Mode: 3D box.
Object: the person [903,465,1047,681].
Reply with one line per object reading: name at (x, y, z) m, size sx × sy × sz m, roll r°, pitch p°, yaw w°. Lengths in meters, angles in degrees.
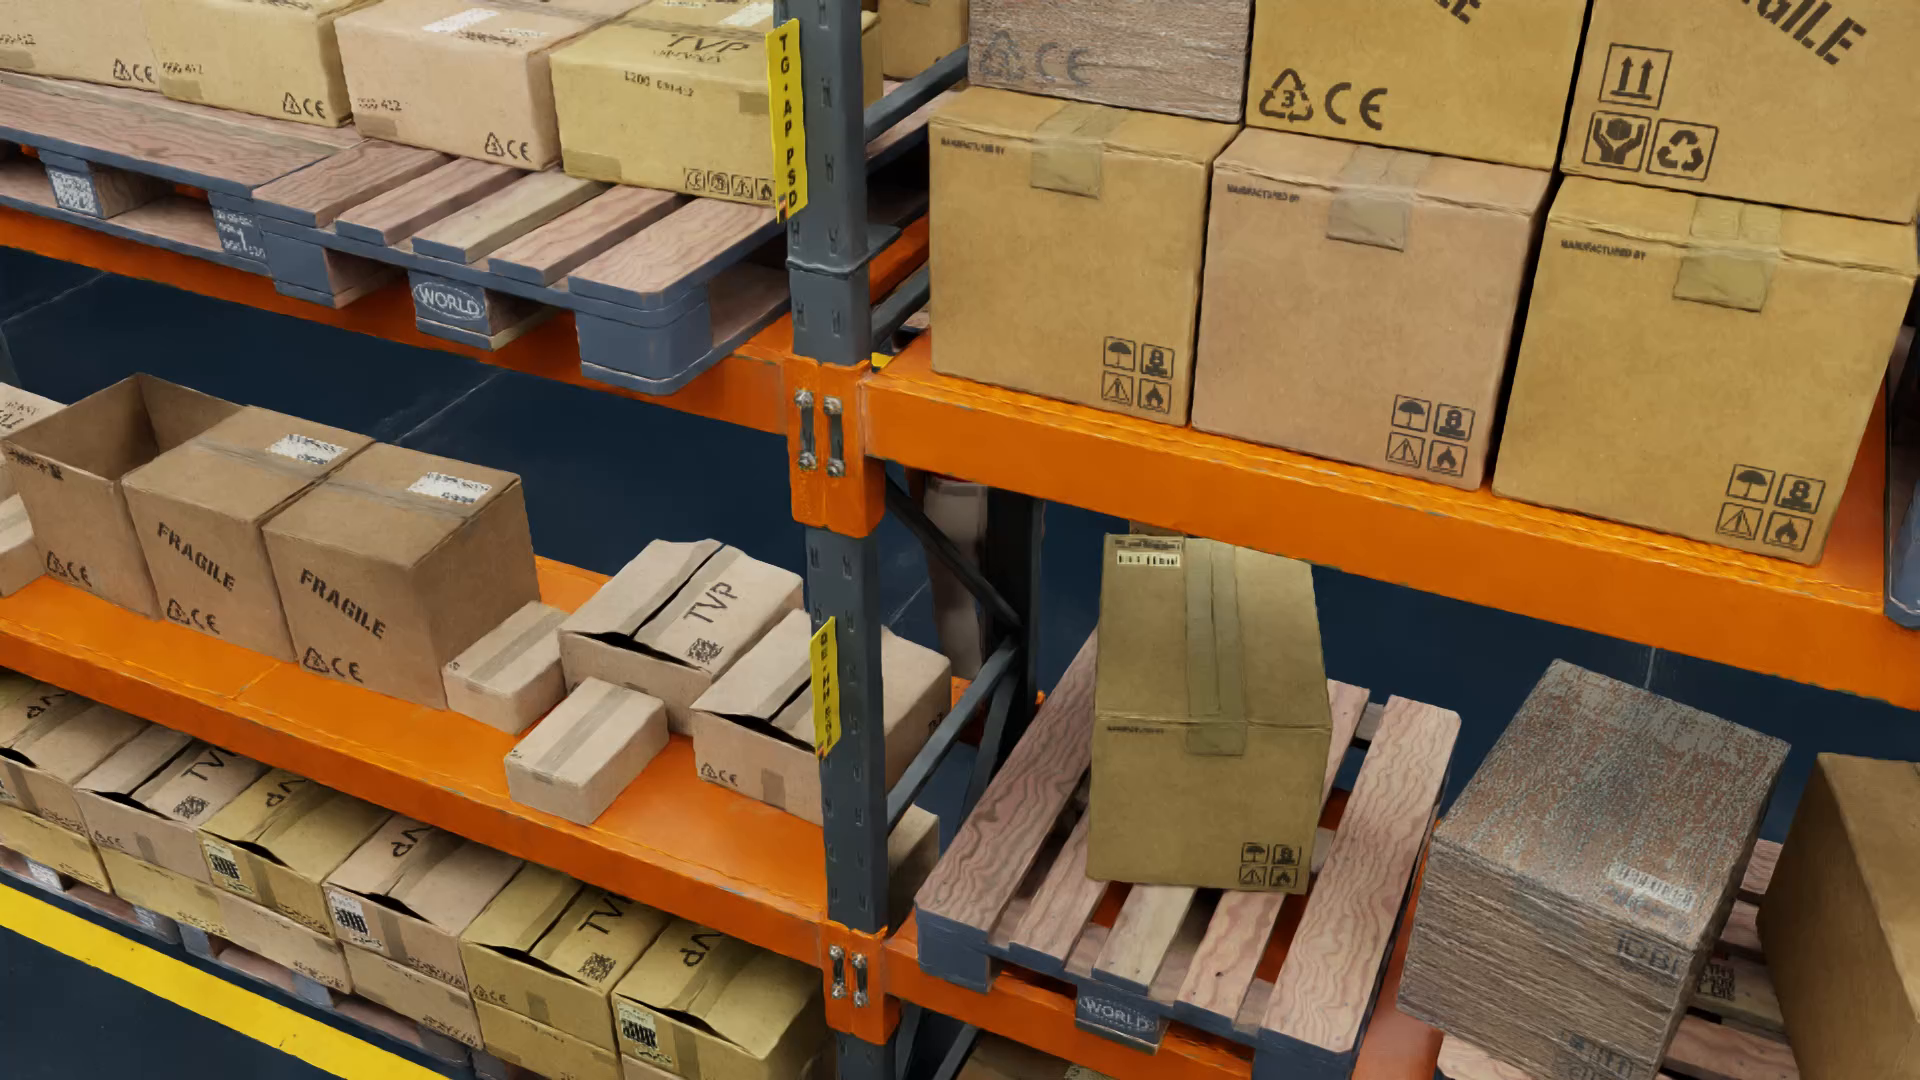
person at (0.060, -0.088, 6.282) m, size 0.541 × 1.740 × 0.495 m, roll -1°, pitch 34°, yaw -2°
